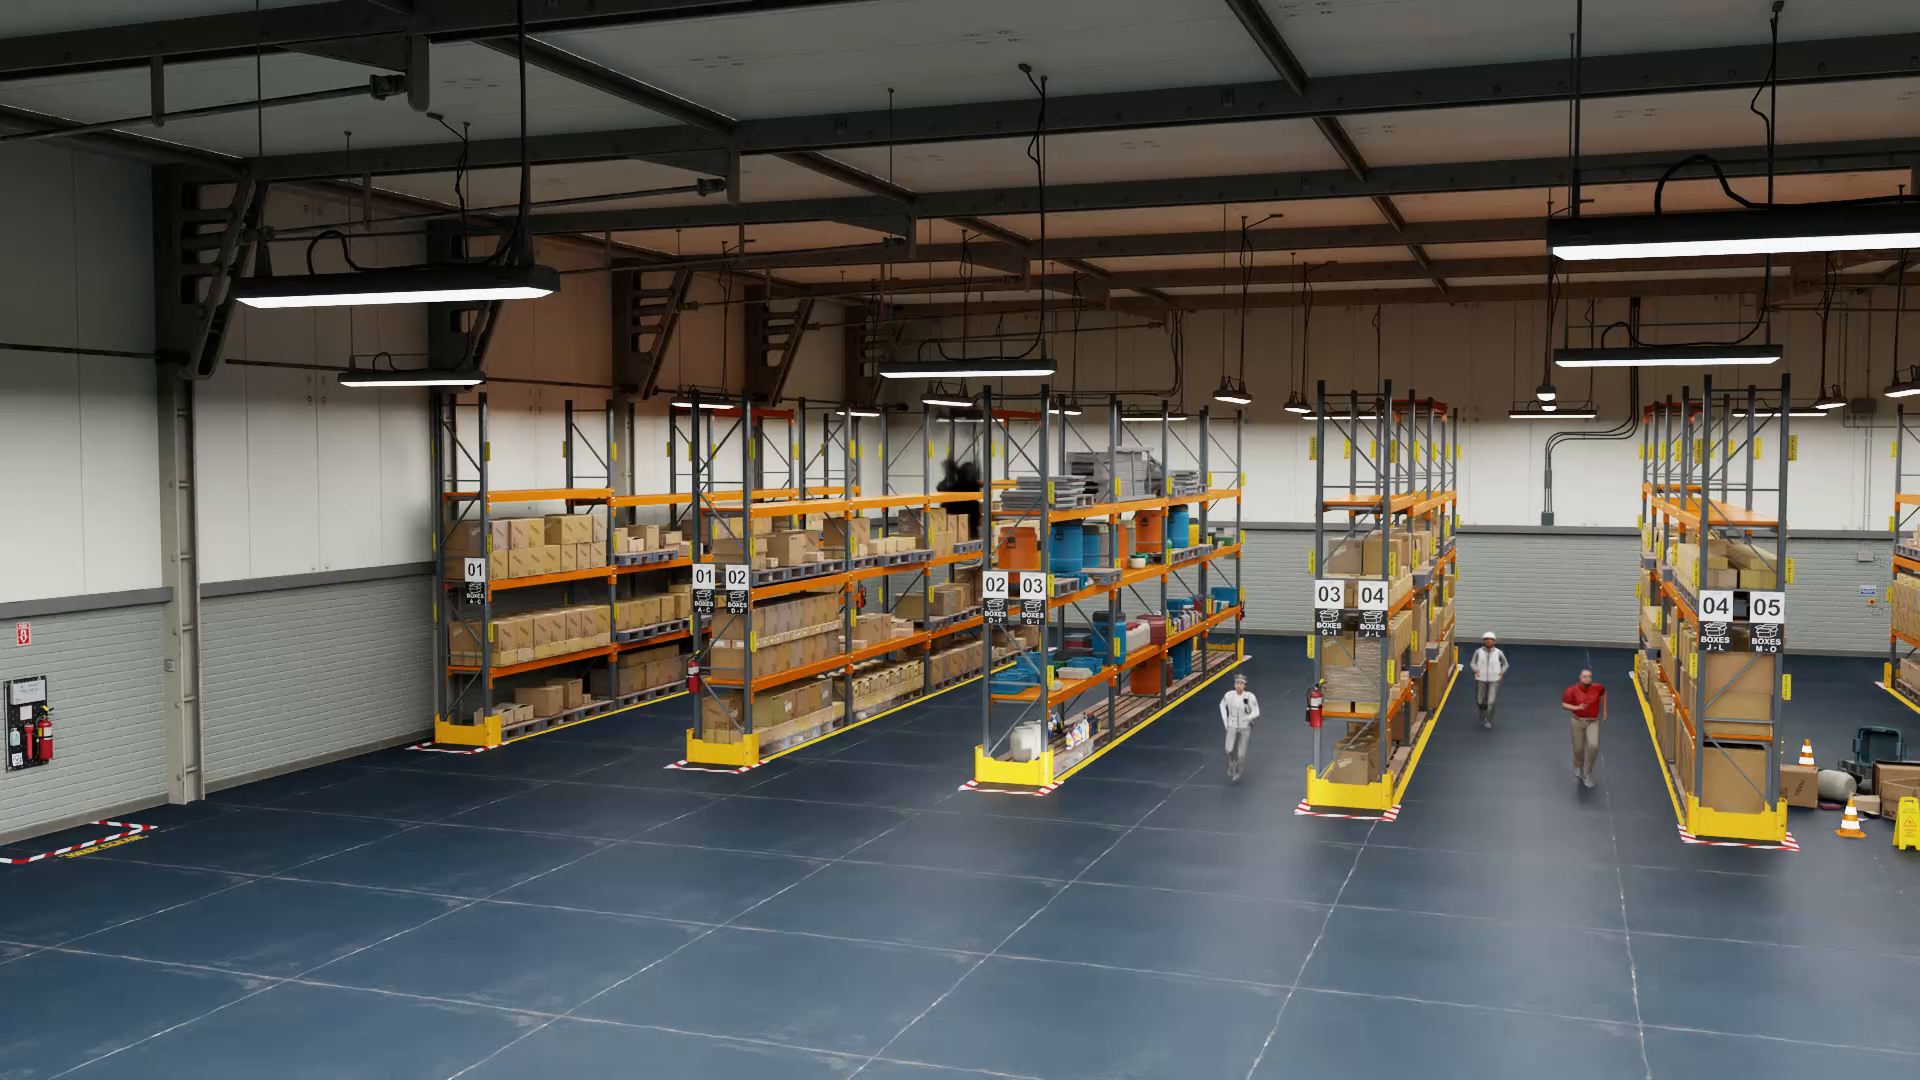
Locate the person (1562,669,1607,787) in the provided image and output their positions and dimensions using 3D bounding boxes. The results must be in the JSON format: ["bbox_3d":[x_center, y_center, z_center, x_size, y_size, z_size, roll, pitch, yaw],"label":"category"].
[{"bbox_3d":[9.426,2.822,25.106,0.687,1.780,0.877,1,3,10],"label":"person"}]

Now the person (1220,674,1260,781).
[{"bbox_3d":[4.200,2.833,25.058,0.614,1.651,0.602,1,3,16],"label":"person"}]

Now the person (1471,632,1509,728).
[{"bbox_3d":[9.624,2.531,30.234,0.668,1.720,0.653,1,3,23],"label":"person"}]
